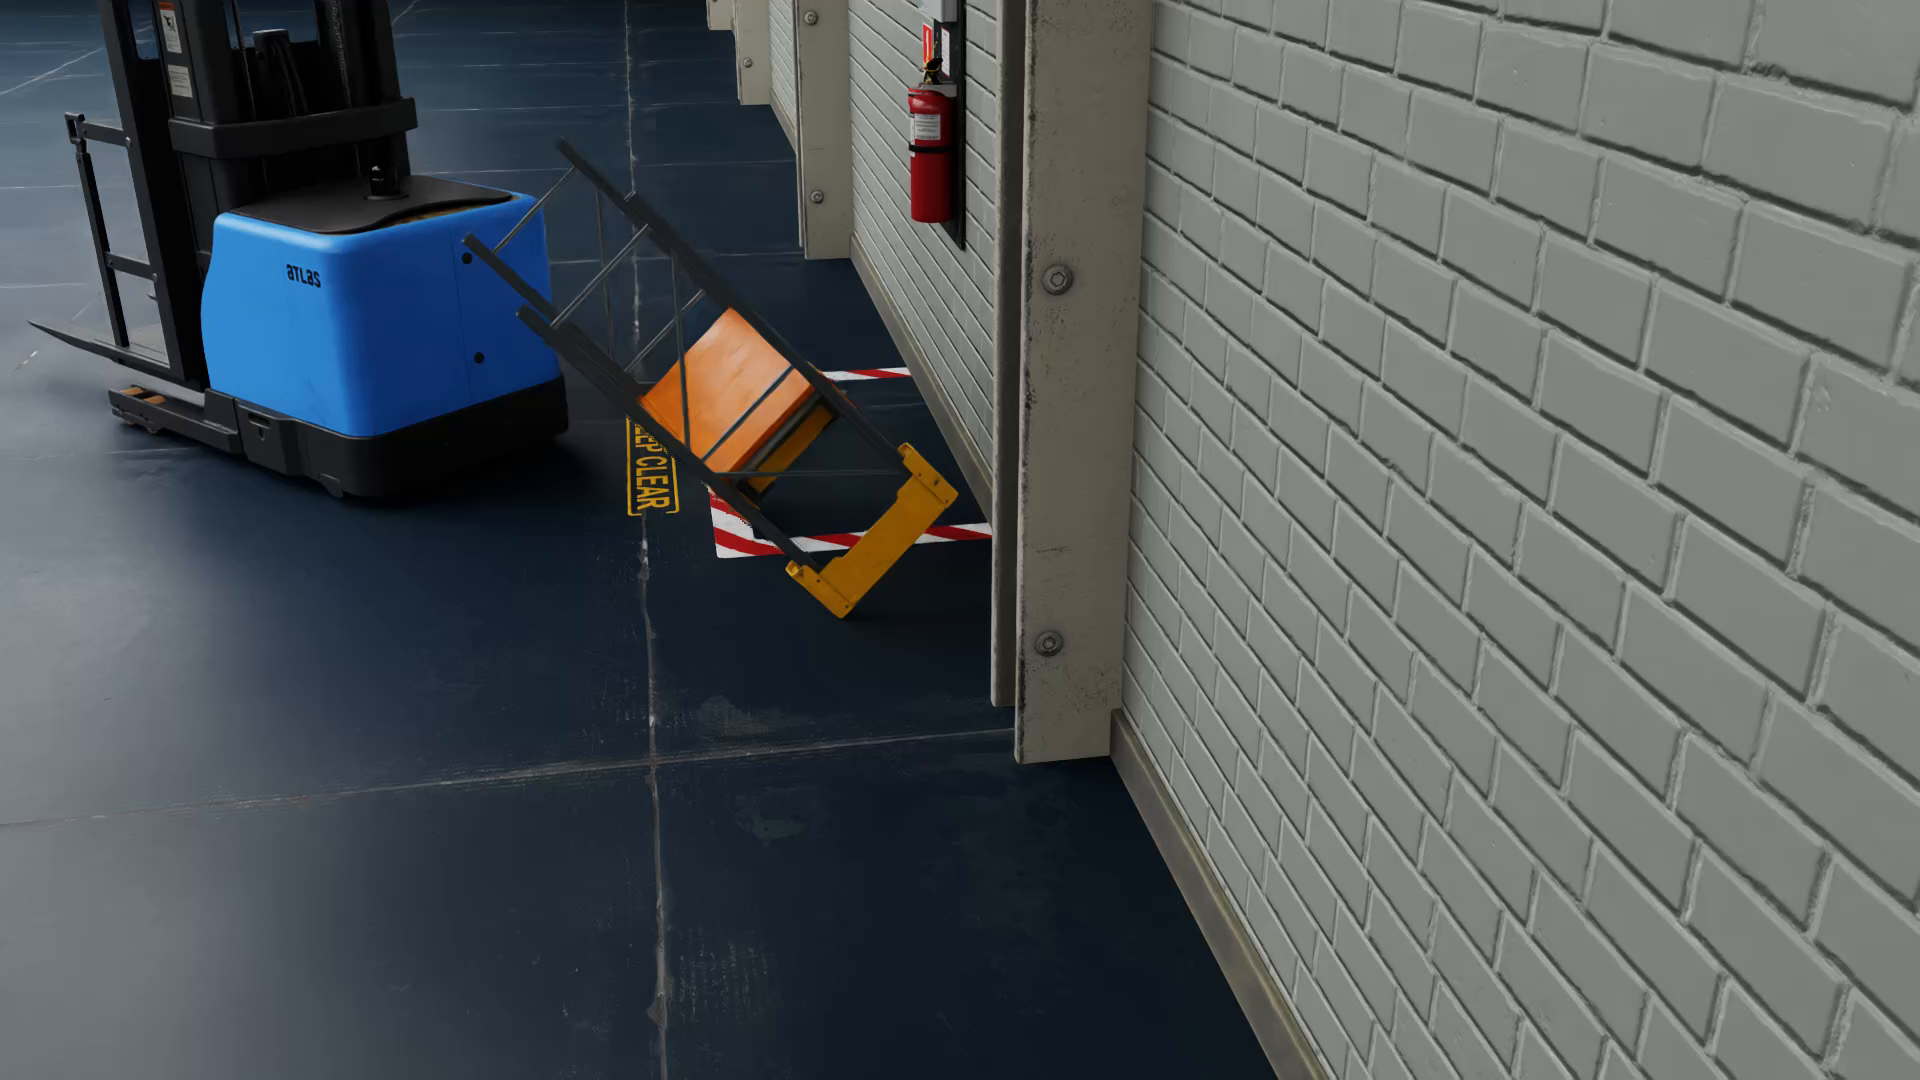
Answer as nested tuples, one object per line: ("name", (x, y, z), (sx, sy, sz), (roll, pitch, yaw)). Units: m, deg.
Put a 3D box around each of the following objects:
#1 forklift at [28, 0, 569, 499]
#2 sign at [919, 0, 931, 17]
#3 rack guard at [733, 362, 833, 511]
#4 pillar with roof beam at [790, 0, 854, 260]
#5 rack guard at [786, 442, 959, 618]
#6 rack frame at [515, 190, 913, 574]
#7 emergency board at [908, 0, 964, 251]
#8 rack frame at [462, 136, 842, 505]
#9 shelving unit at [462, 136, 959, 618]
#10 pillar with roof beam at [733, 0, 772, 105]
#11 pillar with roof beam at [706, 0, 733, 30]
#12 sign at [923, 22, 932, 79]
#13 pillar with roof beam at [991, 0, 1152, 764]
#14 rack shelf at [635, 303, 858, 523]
("forklift", (-3.168, -1.961, 7.077), (3.031, 2.935, 1.130), (17, 29, 34))
("sign", (-0.146, -2.277, 7.009), (0.001, 0.109, 0.331), (-4, 24, -10))
("rack guard", (-0.696, -0.390, 6.423), (0.587, 0.250, 0.087), (-47, 33, -1))
("pillar with roof beam", (-5.058, -5.611, 7.854), (9.100, 9.000, 0.400), (-4, 24, -10))
("rack guard", (-0.292, -0.030, 5.586), (0.587, 0.250, 0.087), (-47, 33, -1))
("rack frame", (-0.668, -0.396, 5.246), (0.500, 1.500, 0.032), (-47, 33, -1))
("emergency board", (-0.138, -1.795, 6.613), (0.194, 1.169, 0.643), (-4, 24, -10))
("rack frame", (-1.080, -0.763, 6.101), (0.500, 1.500, 0.032), (-47, 33, -1))
("shelving unit", (-0.870, -0.576, 5.666), (0.587, 1.500, 1.083), (-47, 33, -1))
("pillar with roof beam", (-6.168, -7.971, 13.258), (9.100, 9.000, 0.400), (-4, 24, -10))
("pillar with roof beam", (-7.277, -10.331, 18.661), (9.100, 9.000, 0.400), (-4, 24, -10))
("sign", (-0.138, -2.037, 7.121), (0.001, 0.329, 0.234), (-4, 24, -10))
("pillar with roof beam", (-3.949, -3.251, 2.451), (9.100, 9.000, 0.400), (-4, 24, -10))
("rack shelf", (-0.766, -0.474, 5.771), (0.538, 0.185, 1.000), (-47, 33, -1))
